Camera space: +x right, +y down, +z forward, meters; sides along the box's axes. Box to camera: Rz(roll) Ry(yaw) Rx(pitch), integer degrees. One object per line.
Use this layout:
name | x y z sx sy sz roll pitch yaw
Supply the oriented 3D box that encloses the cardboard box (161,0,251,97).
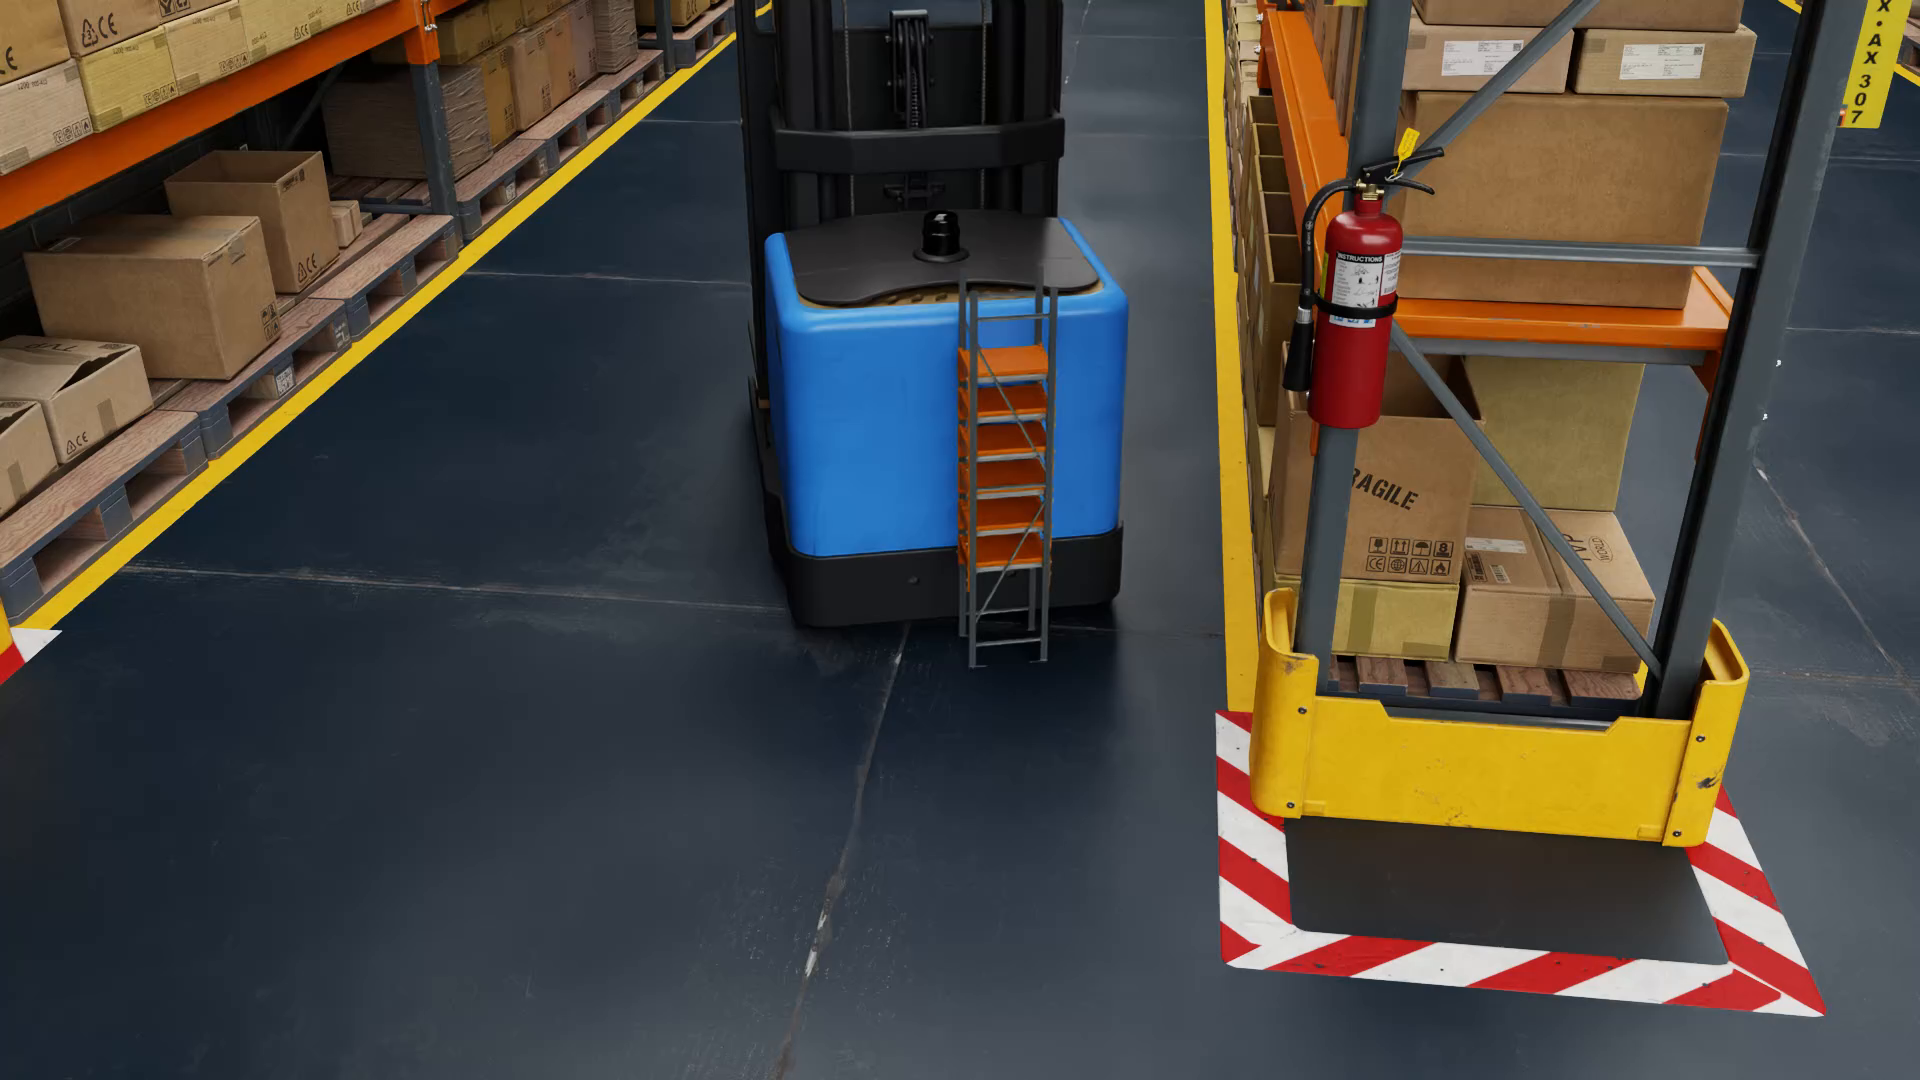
cardboard box | -2.982 -1.815 6.094 0.500 0.250 0.500 4 29 7

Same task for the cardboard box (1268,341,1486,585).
cardboard box | 1.149 -0.227 4.674 0.500 0.500 0.500 3 28 6

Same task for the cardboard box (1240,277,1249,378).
cardboard box | 1.378 -0.839 6.601 0.500 0.250 0.500 3 28 6

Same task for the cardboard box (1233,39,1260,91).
cardboard box | 1.820 -2.680 9.428 0.500 0.311 0.500 3 28 6

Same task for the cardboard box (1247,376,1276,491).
cardboard box | 1.260 -0.368 5.727 0.500 0.250 0.500 3 28 6

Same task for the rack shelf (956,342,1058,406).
rack shelf | 0.131 -0.469 4.691 0.258 0.103 0.180 -5 29 -8

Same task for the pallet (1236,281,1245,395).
pallet | 1.729 -0.936 7.265 1.003 0.211 1.213 3 28 6

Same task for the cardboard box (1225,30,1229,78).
cardboard box | 2.003 -3.163 10.915 0.500 0.250 0.500 3 28 6

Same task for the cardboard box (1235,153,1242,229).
cardboard box | 1.631 -1.722 8.240 0.500 0.250 0.500 3 28 6

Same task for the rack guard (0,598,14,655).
rack guard | -3.529 0.126 4.989 1.175 0.500 0.348 3 28 6

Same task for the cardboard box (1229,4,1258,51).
cardboard box | 1.947 -3.162 10.322 0.500 0.311 0.500 3 28 5

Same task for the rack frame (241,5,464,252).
rack frame | -3.048 -2.822 7.825 1.000 3.000 0.127 3 28 6

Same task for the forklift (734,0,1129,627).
forklift | -0.241 -1.701 5.816 1.130 2.935 3.031 -5 29 -8

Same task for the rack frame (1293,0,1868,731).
rack frame | 1.378 -0.653 3.799 1.000 3.000 0.127 3 28 6

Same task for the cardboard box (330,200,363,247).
cardboard box | -3.084 -1.514 7.922 0.380 0.166 0.250 0 28 0

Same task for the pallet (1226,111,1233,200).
pallet | 2.067 -2.233 9.672 1.003 0.211 1.213 3 28 6

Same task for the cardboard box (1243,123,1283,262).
cardboard box | 1.447 -1.404 6.859 0.500 0.500 0.500 3 28 6

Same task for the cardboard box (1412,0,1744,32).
cardboard box | 1.455 -1.512 3.920 0.700 0.500 0.500 3 29 6

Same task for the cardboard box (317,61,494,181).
cardboard box | -2.975 -2.262 8.958 0.700 0.500 0.500 4 29 8

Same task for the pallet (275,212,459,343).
pallet | -3.096 -1.276 7.895 1.003 0.211 1.213 3 28 6

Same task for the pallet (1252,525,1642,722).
pallet | 1.430 0.213 5.133 1.003 0.211 1.213 3 28 6

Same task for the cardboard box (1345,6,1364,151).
cardboard box | 1.574 -1.396 5.074 0.700 0.500 0.500 4 29 7

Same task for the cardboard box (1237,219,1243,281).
cardboard box | 1.511 -1.309 7.474 0.500 0.250 0.500 3 28 6

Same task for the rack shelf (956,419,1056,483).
rack shelf | 0.131 -0.258 4.805 0.258 0.103 0.180 -5 29 -8

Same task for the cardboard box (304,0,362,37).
cardboard box | -2.875 -2.290 6.974 0.500 0.250 0.500 3 29 6

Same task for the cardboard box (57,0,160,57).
cardboard box | -3.042 -1.894 5.449 0.500 0.500 0.500 2 28 5

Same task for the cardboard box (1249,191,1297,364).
cardboard box | 1.319 -0.934 5.986 0.500 0.500 0.500 3 28 6

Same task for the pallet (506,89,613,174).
pallet | -2.808 -2.536 10.235 1.003 0.211 1.213 3 28 6

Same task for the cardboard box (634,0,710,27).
cardboard box | -2.338 -4.281 12.358 0.750 0.750 0.750 3 28 6

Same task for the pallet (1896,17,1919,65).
pallet | 7.481 -3.847 12.669 1.003 0.211 1.213 3 28 6

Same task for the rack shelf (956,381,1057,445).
rack shelf | 0.131 -0.364 4.748 0.258 0.103 0.180 -5 29 -8

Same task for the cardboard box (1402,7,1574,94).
cardboard box | 1.236 -1.173 3.975 0.380 0.149 0.250 3 28 5

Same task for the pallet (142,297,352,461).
pallet | -3.243 -0.700 6.826 1.003 0.211 1.213 3 28 6

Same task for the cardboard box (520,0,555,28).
cardboard box | -2.785 -3.279 10.054 0.500 0.250 0.500 3 28 6

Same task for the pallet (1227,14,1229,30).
pallet | 2.639 -4.112 13.161 1.003 0.211 1.213 3 28 6

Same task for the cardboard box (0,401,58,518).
cardboard box | -3.364 -0.269 5.458 0.500 0.311 0.500 0 28 0

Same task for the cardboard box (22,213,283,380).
cardboard box | -3.155 -0.963 6.547 0.700 0.500 0.500 2 28 3

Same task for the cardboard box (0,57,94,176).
cardboard box | -3.114 -1.338 5.208 0.500 0.250 0.500 2 28 5

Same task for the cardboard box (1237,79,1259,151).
cardboard box | 1.691 -2.209 8.553 0.500 0.311 0.500 4 29 8

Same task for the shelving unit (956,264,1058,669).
shelving unit | 0.131 -0.192 4.841 0.258 1.200 0.189 -5 29 -8

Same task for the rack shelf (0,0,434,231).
rack shelf | -3.294 -1.563 6.248 1.077 0.370 4.000 3 28 6

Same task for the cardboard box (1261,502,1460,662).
cardboard box | 1.151 0.103 4.852 0.500 0.250 0.500 3 28 6

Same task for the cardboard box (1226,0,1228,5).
cardboard box | 2.362 -4.456 13.031 0.500 0.500 0.500 2 28 4

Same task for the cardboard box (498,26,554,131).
cardboard box | -2.859 -2.746 9.856 0.700 0.500 0.500 4 29 7

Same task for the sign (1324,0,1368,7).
sign | 0.841 -1.305 3.538 0.100 0.325 0.005 3 28 6

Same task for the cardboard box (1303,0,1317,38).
cardboard box | 1.820 -2.370 6.881 0.700 0.500 0.500 3 28 5

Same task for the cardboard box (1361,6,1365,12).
cardboard box | 1.331 -1.535 4.647 0.380 0.149 0.250 4 29 7

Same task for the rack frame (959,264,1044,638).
rack frame | 0.116 -0.234 4.920 0.240 1.200 0.006 -5 29 -8

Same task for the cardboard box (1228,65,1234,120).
cardboard box | 1.884 -2.681 10.021 0.500 0.250 0.500 3 28 5

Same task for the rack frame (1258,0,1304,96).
rack frame | 1.868 -2.535 7.294 1.000 3.000 0.127 3 28 6

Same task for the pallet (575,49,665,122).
pallet | -2.656 -3.109 11.298 1.003 0.211 1.213 3 28 6

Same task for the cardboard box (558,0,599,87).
cardboard box | -2.773 -3.220 10.736 0.700 0.500 0.500 3 28 6

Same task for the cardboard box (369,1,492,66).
cardboard box | -2.924 -2.800 9.165 0.500 0.250 0.500 3 28 5

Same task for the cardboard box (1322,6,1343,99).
cardboard box | 1.697 -1.886 5.982 0.700 0.500 0.500 4 29 7

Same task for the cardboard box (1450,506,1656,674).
cardboard box | 1.665 0.134 4.796 0.500 0.250 0.500 3 28 6

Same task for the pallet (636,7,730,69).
pallet | -2.387 -3.843 12.662 1.003 0.211 1.213 3 28 6

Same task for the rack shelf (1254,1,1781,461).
rack shelf | 1.623 -1.277 5.717 1.077 0.370 4.000 3 28 6

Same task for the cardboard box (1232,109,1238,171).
cardboard box | 1.757 -2.201 9.128 0.500 0.250 0.500 4 29 7
